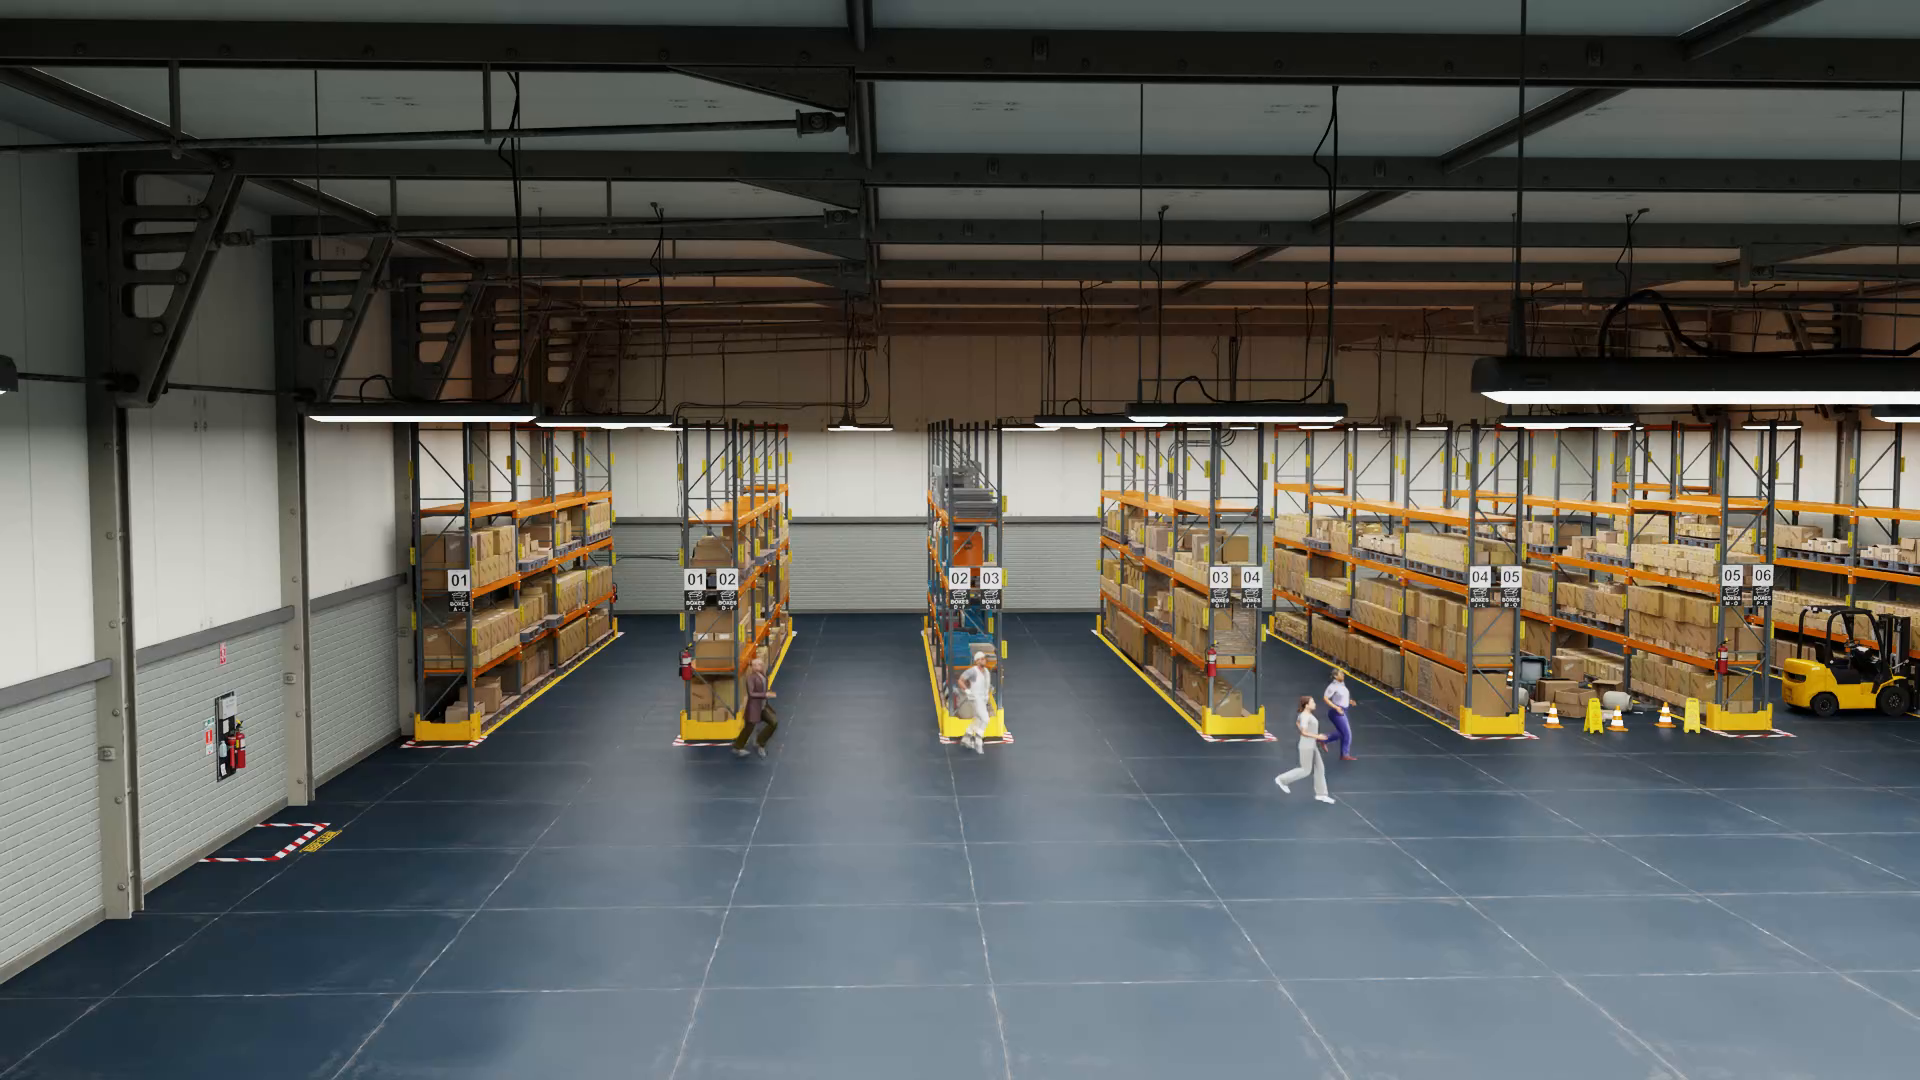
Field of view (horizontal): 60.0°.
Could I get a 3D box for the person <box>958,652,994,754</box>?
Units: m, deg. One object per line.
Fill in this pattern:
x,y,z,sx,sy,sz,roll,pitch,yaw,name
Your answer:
0.334,2.928,29.943,0.644,1.839,0.692,3,5,37,person

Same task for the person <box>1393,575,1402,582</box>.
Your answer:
12.979,1.668,49.300,0.949,1.752,0.709,0,4,-3,person

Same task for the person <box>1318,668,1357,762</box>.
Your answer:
6.610,3.050,29.185,0.758,1.605,0.617,2,4,32,person

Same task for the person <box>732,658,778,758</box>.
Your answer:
-3.565,2.958,29.321,0.931,1.771,0.730,2,4,31,person

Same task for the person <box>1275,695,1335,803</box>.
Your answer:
5.375,3.239,25.855,0.922,1.672,0.568,1,4,20,person
